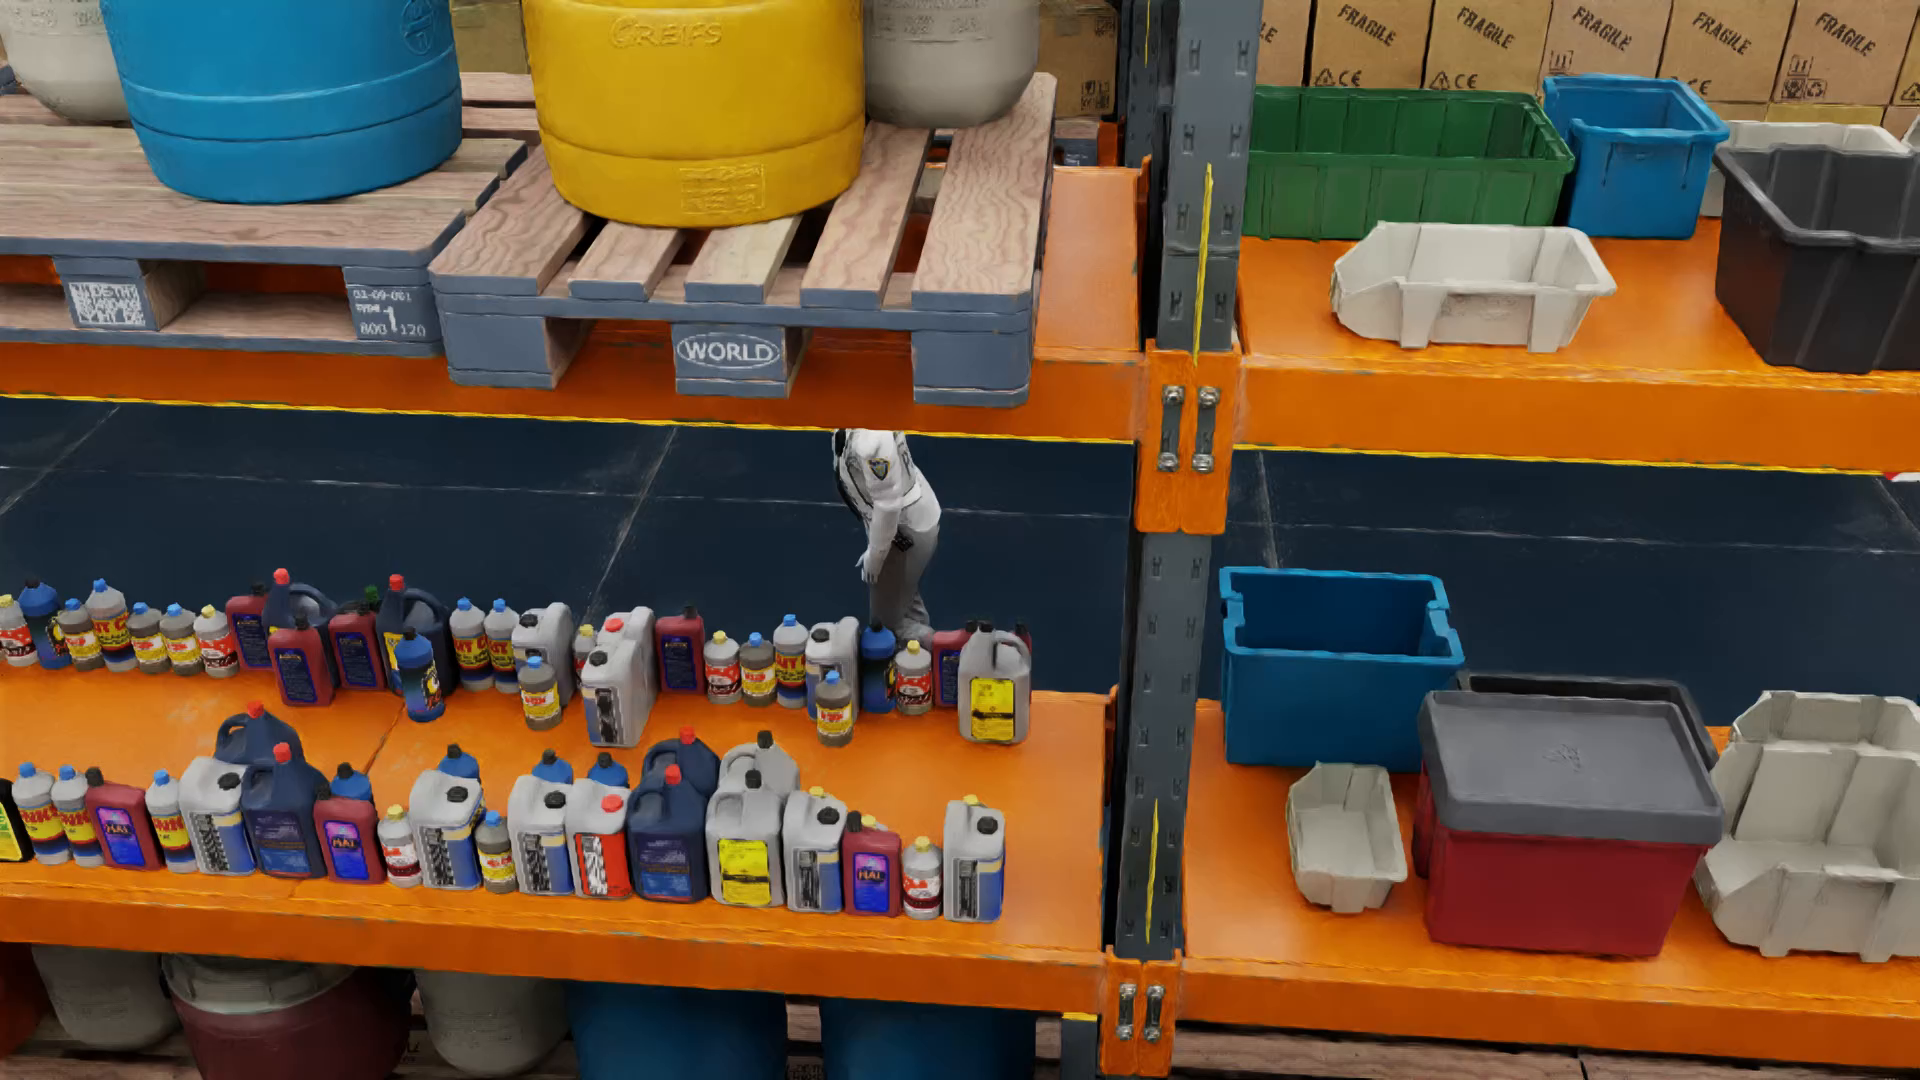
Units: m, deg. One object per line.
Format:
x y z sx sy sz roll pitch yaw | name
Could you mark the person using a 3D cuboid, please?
-0.222 -0.039 6.209 0.616 1.652 0.493 -6 33 -9 | person
